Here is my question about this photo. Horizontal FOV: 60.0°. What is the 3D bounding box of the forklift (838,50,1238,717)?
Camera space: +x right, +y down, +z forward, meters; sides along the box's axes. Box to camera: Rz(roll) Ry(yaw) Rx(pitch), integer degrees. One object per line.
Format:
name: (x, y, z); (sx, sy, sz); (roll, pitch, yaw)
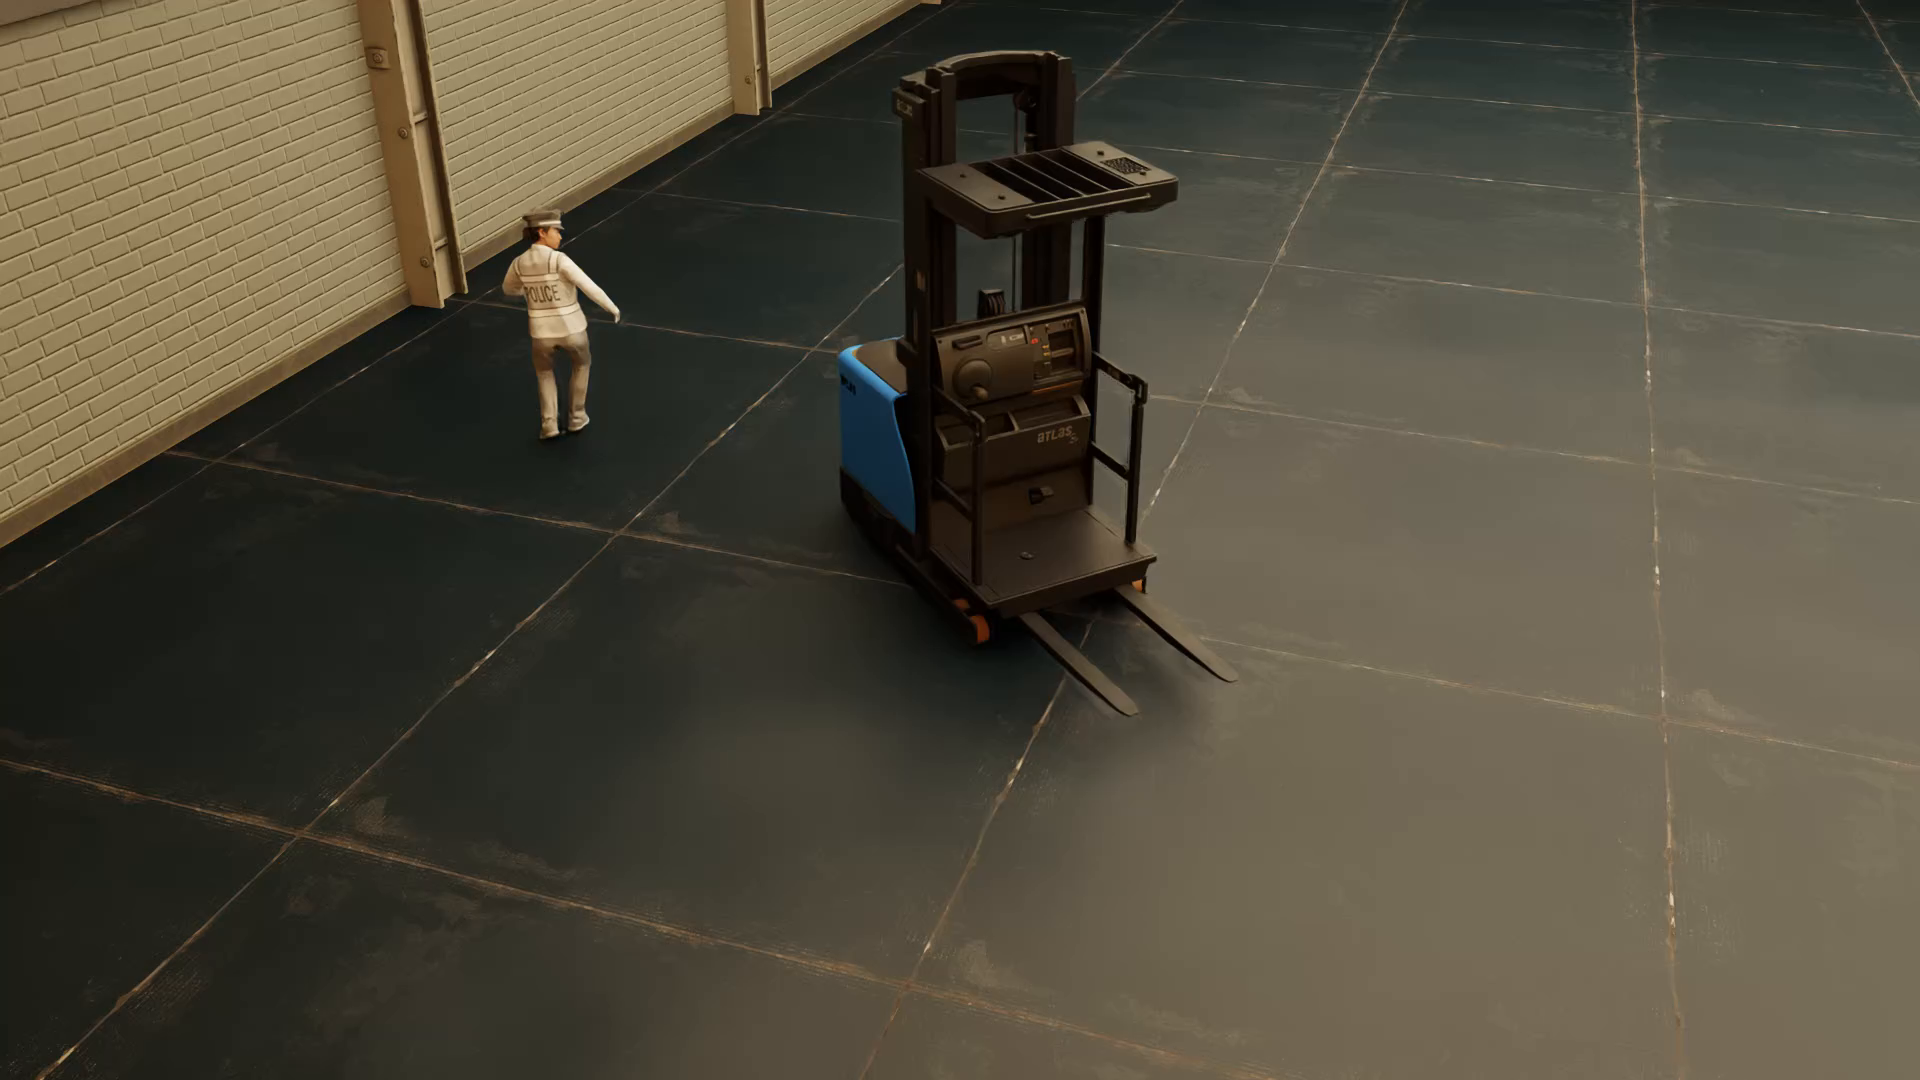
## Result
forklift: (0.397, -0.956, 8.814); (1.130, 2.935, 3.031); (-15, 33, -24)

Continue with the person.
person: (-2.642, -1.452, 11.051); (0.761, 1.578, 0.690); (1, 30, 2)
